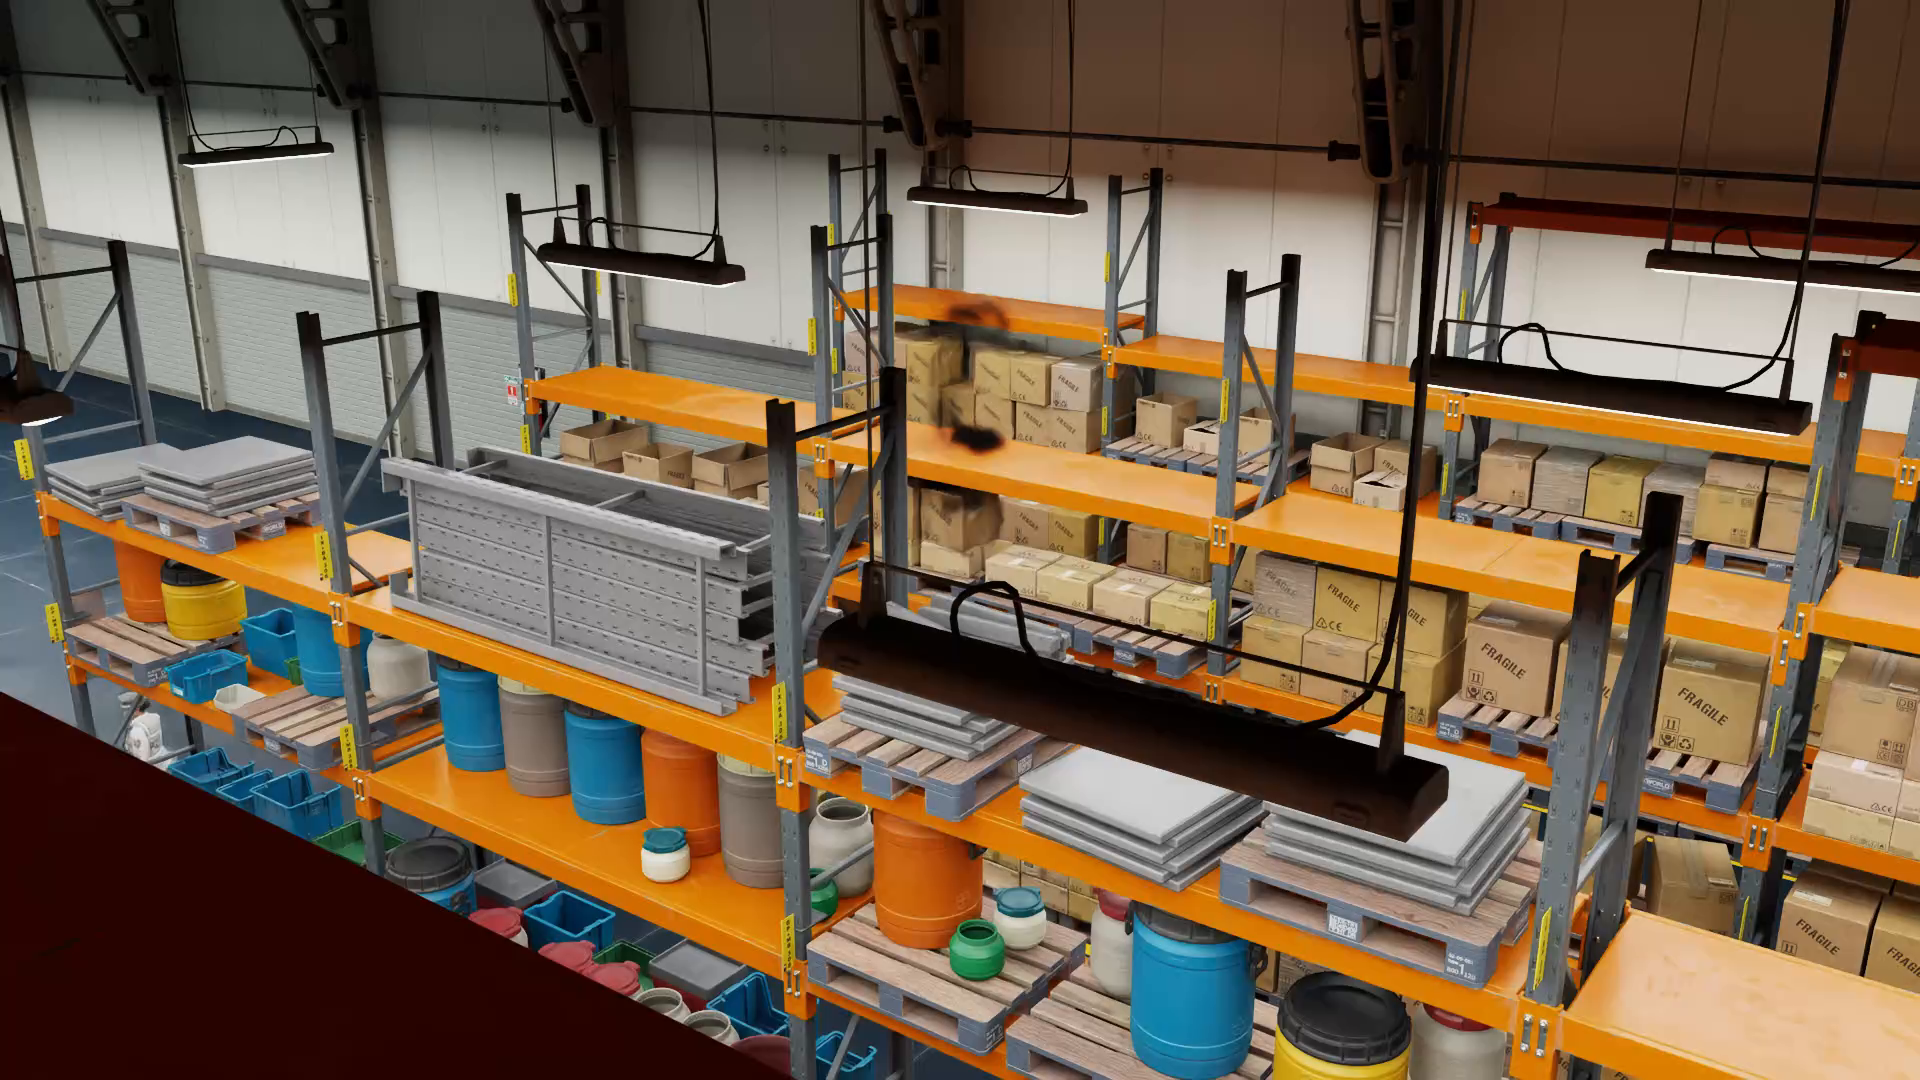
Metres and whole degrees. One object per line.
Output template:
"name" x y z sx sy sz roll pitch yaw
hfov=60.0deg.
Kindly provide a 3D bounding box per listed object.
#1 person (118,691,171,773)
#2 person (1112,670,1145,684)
"person" -7.662 2.204 15.894 0.650 1.630 0.562 -1 19 -3
"person" 1.716 1.740 17.372 0.532 1.628 0.600 10 21 28
